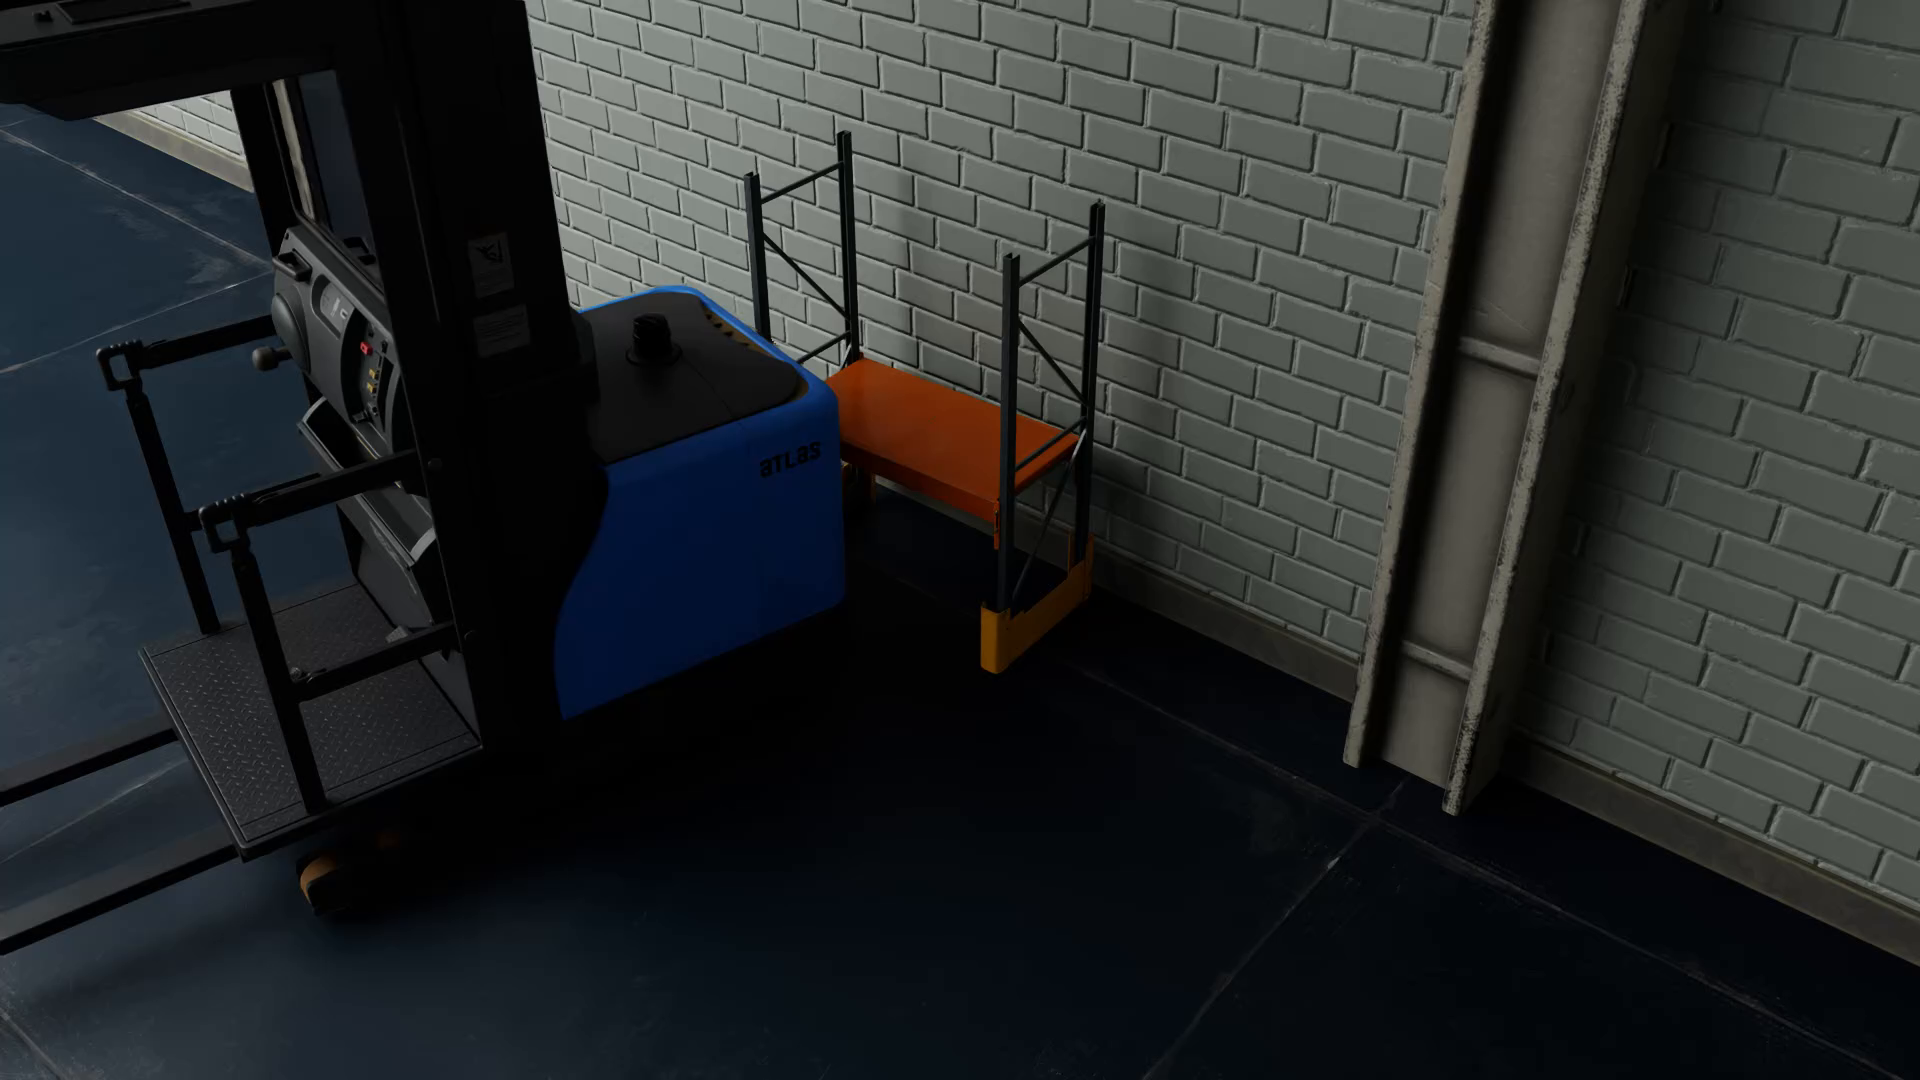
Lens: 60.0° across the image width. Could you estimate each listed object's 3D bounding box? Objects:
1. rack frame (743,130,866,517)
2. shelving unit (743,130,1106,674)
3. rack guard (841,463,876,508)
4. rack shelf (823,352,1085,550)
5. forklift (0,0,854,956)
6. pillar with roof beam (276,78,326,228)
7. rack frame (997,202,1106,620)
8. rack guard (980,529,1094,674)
[{"bbox_3d":[-0.528,-0.649,5.871,0.032,1.500,0.500,23,41,30],"label":"rack frame"},{"bbox_3d":[-0.129,-0.480,5.624,1.083,1.500,0.587,23,41,30],"label":"shelving unit"},{"bbox_3d":[-0.527,-0.134,6.224,0.087,0.250,0.587,23,41,30],"label":"rack guard"},{"bbox_3d":[-0.121,-0.328,5.721,1.000,0.185,0.538,23,41,30],"label":"rack shelf"},{"bbox_3d":[-1.843,-0.496,4.383,3.031,2.935,1.130,-23,40,-29],"label":"forklift"},{"bbox_3d":[-5.912,-3.309,3.120,0.400,9.000,9.100,25,42,32],"label":"pillar with roof beam"},{"bbox_3d":[0.285,-0.304,5.367,0.032,1.500,0.500,23,41,30],"label":"rack frame"},{"bbox_3d":[0.270,0.205,5.731,0.087,0.250,0.587,23,41,30],"label":"rack guard"}]
